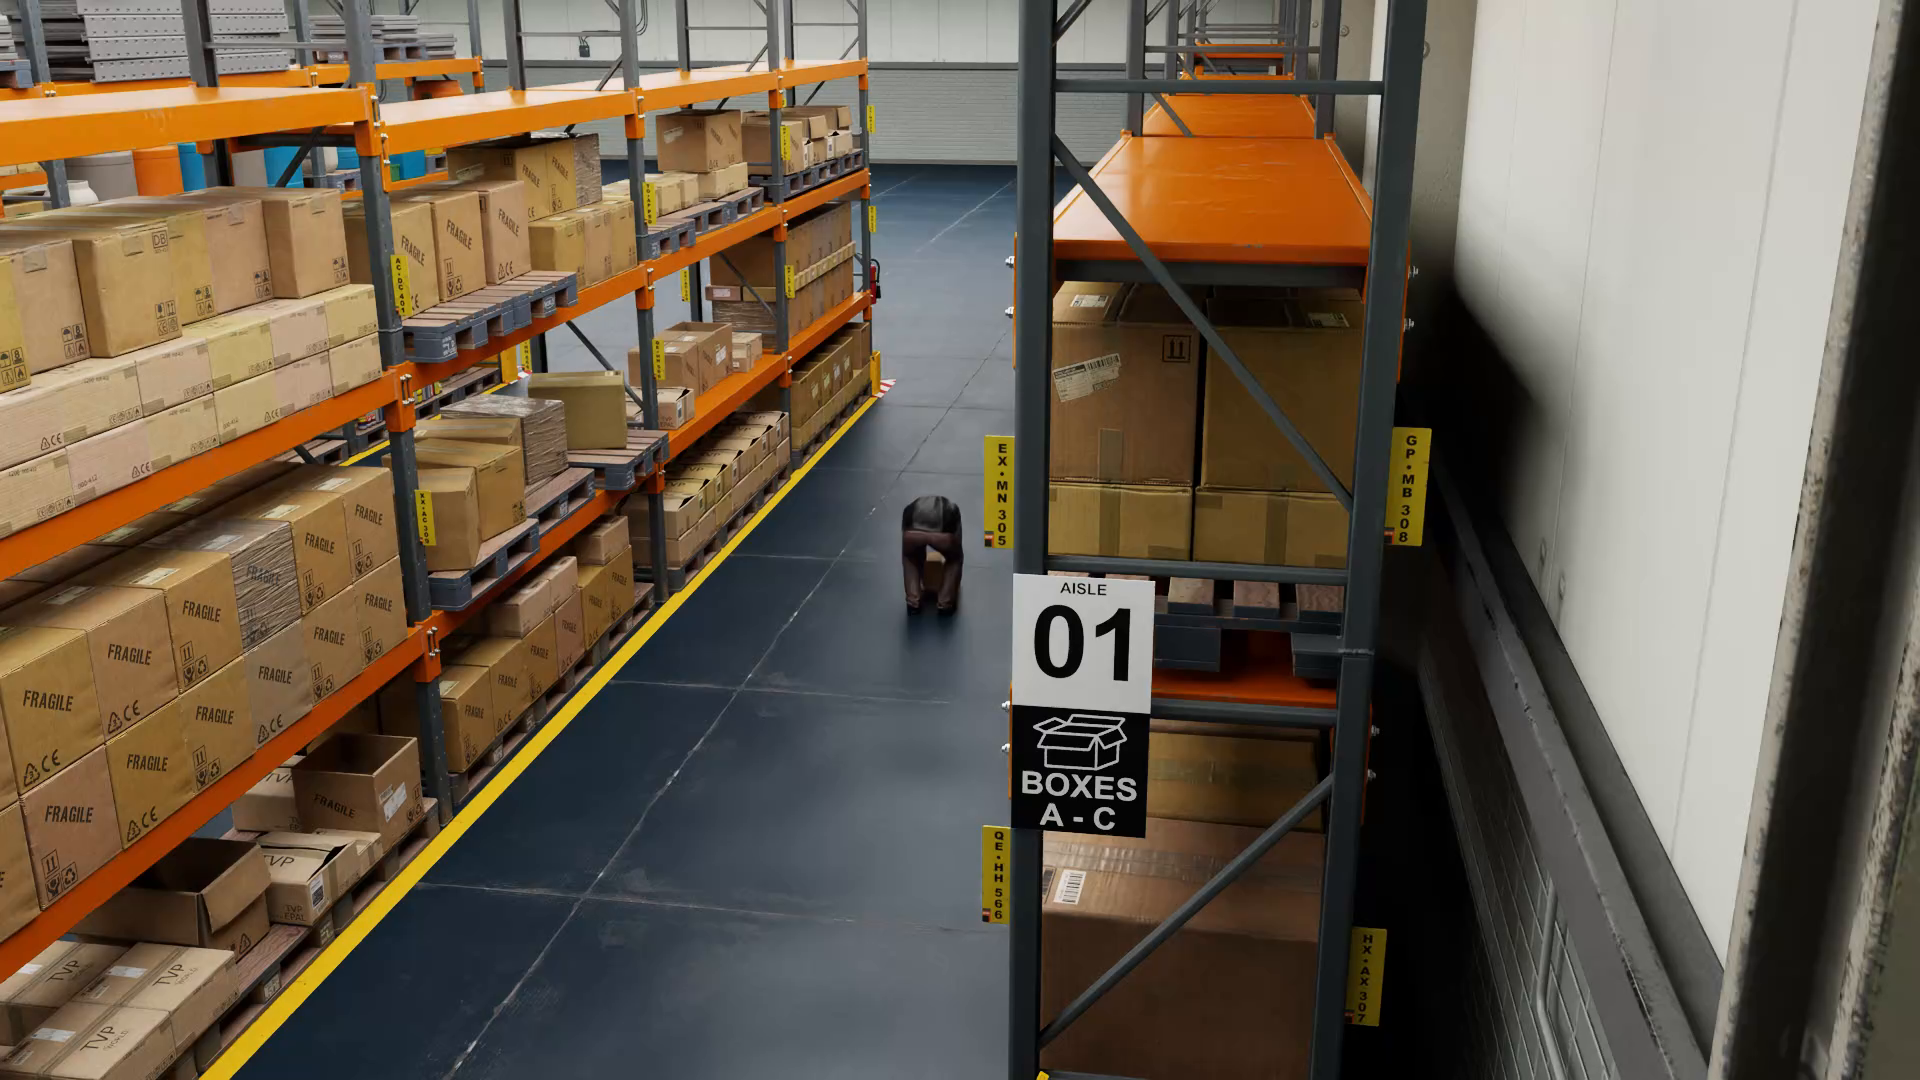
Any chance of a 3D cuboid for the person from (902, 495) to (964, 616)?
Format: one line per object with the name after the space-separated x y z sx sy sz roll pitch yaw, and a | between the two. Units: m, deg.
-0.220 0.061 13.626 0.511 0.973 0.944 2 18 6 | person
